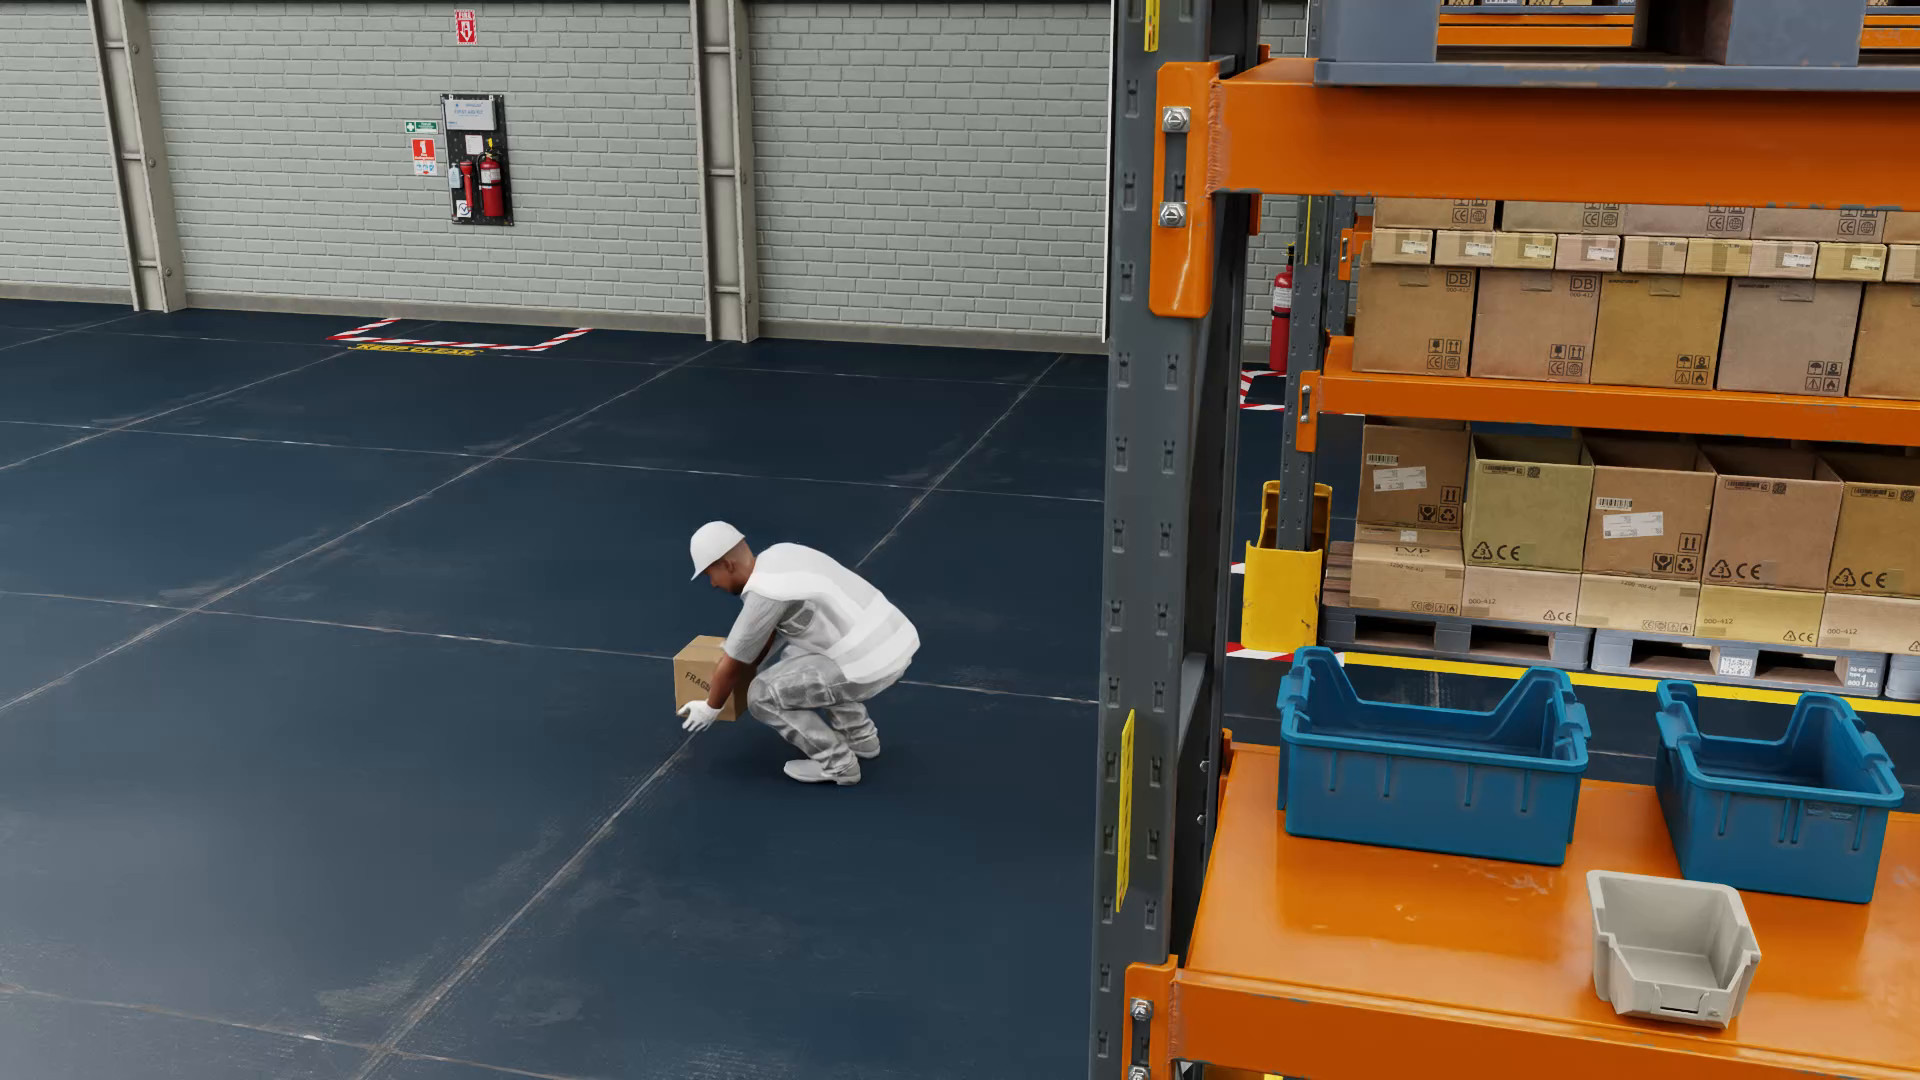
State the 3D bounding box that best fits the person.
[{"bbox_3d":[-0.634,0.424,6.491,0.918,1.005,0.578,5,19,14],"label":"person"}]
